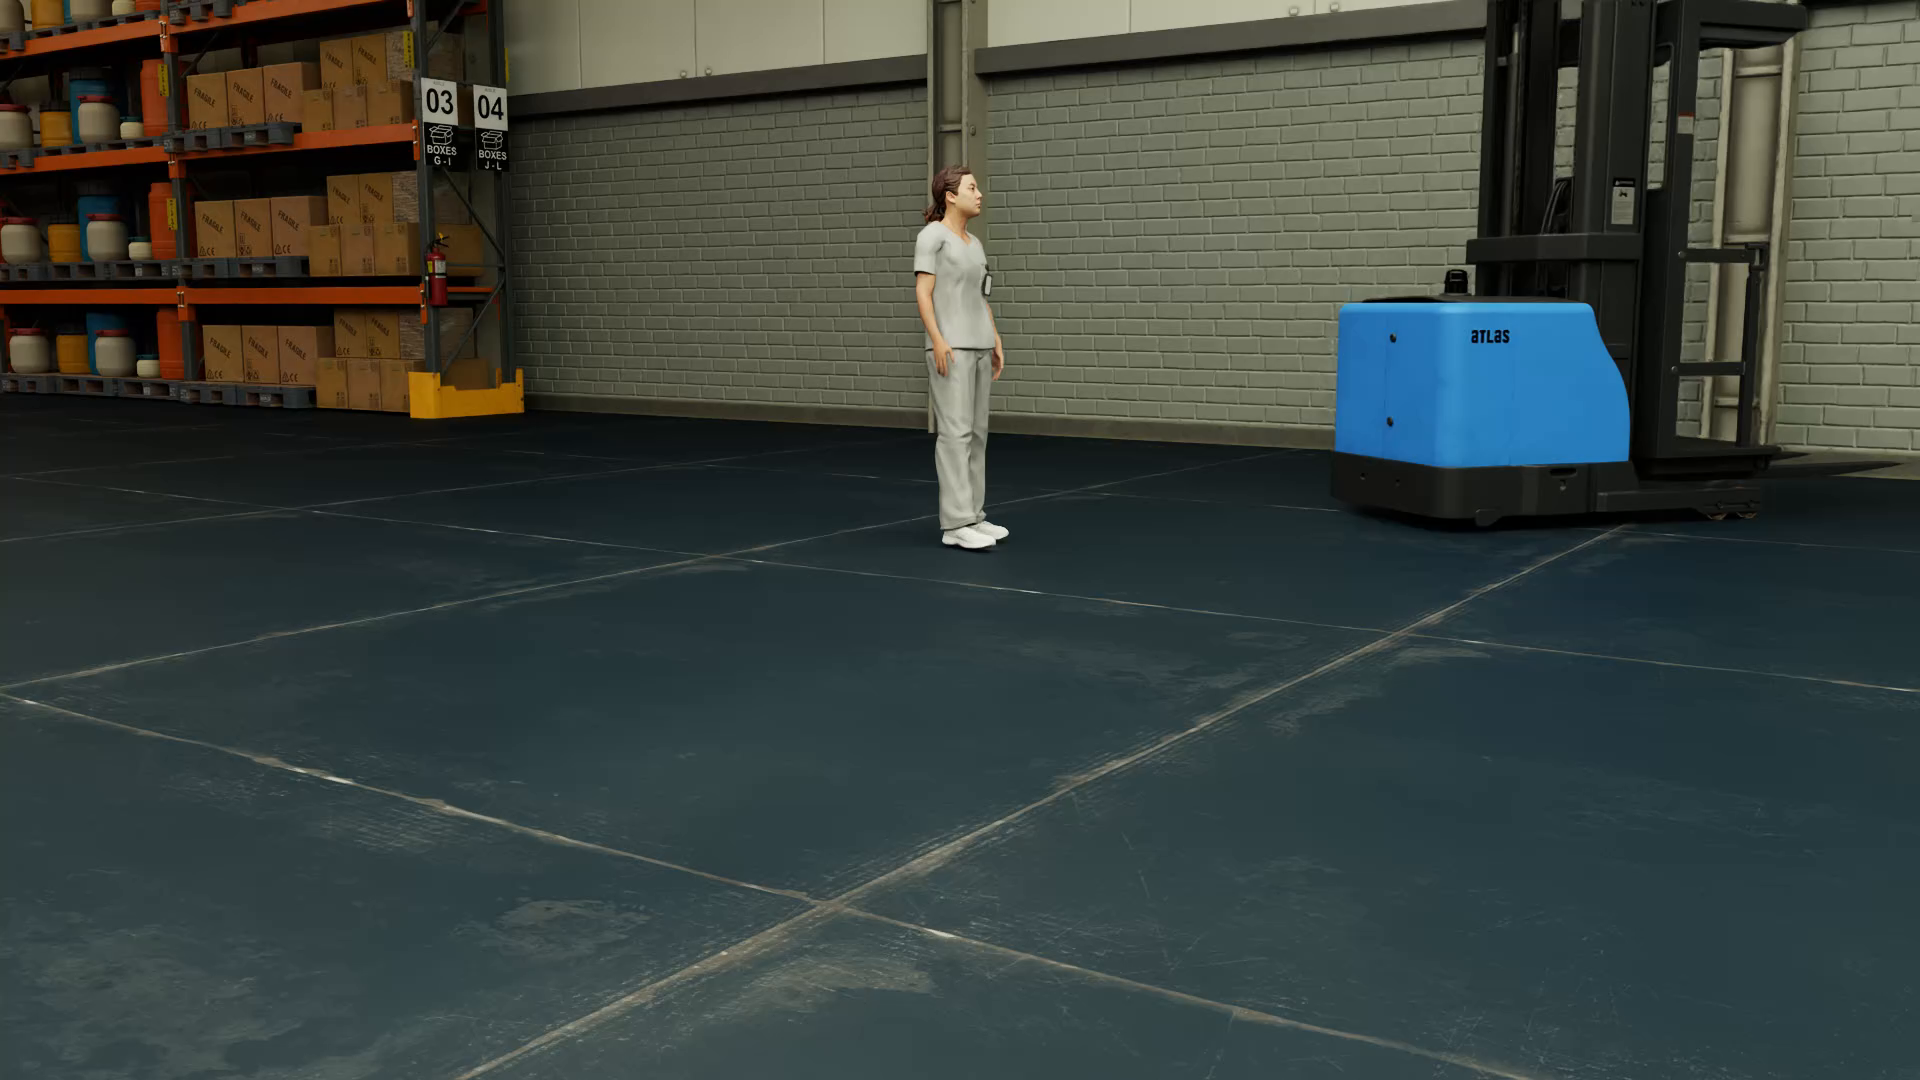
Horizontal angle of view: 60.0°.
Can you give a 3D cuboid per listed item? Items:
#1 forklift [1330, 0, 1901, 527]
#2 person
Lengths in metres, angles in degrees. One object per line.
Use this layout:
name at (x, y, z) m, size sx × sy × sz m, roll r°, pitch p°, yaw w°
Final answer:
forklift at (3.505, -1.614, 8.544) m, size 3.031 × 2.935 × 1.130 m, roll -3°, pitch 9°, yaw -19°
person at (0.053, -0.830, 7.433) m, size 0.549 × 1.675 × 0.549 m, roll 5°, pitch 10°, yaw 34°
